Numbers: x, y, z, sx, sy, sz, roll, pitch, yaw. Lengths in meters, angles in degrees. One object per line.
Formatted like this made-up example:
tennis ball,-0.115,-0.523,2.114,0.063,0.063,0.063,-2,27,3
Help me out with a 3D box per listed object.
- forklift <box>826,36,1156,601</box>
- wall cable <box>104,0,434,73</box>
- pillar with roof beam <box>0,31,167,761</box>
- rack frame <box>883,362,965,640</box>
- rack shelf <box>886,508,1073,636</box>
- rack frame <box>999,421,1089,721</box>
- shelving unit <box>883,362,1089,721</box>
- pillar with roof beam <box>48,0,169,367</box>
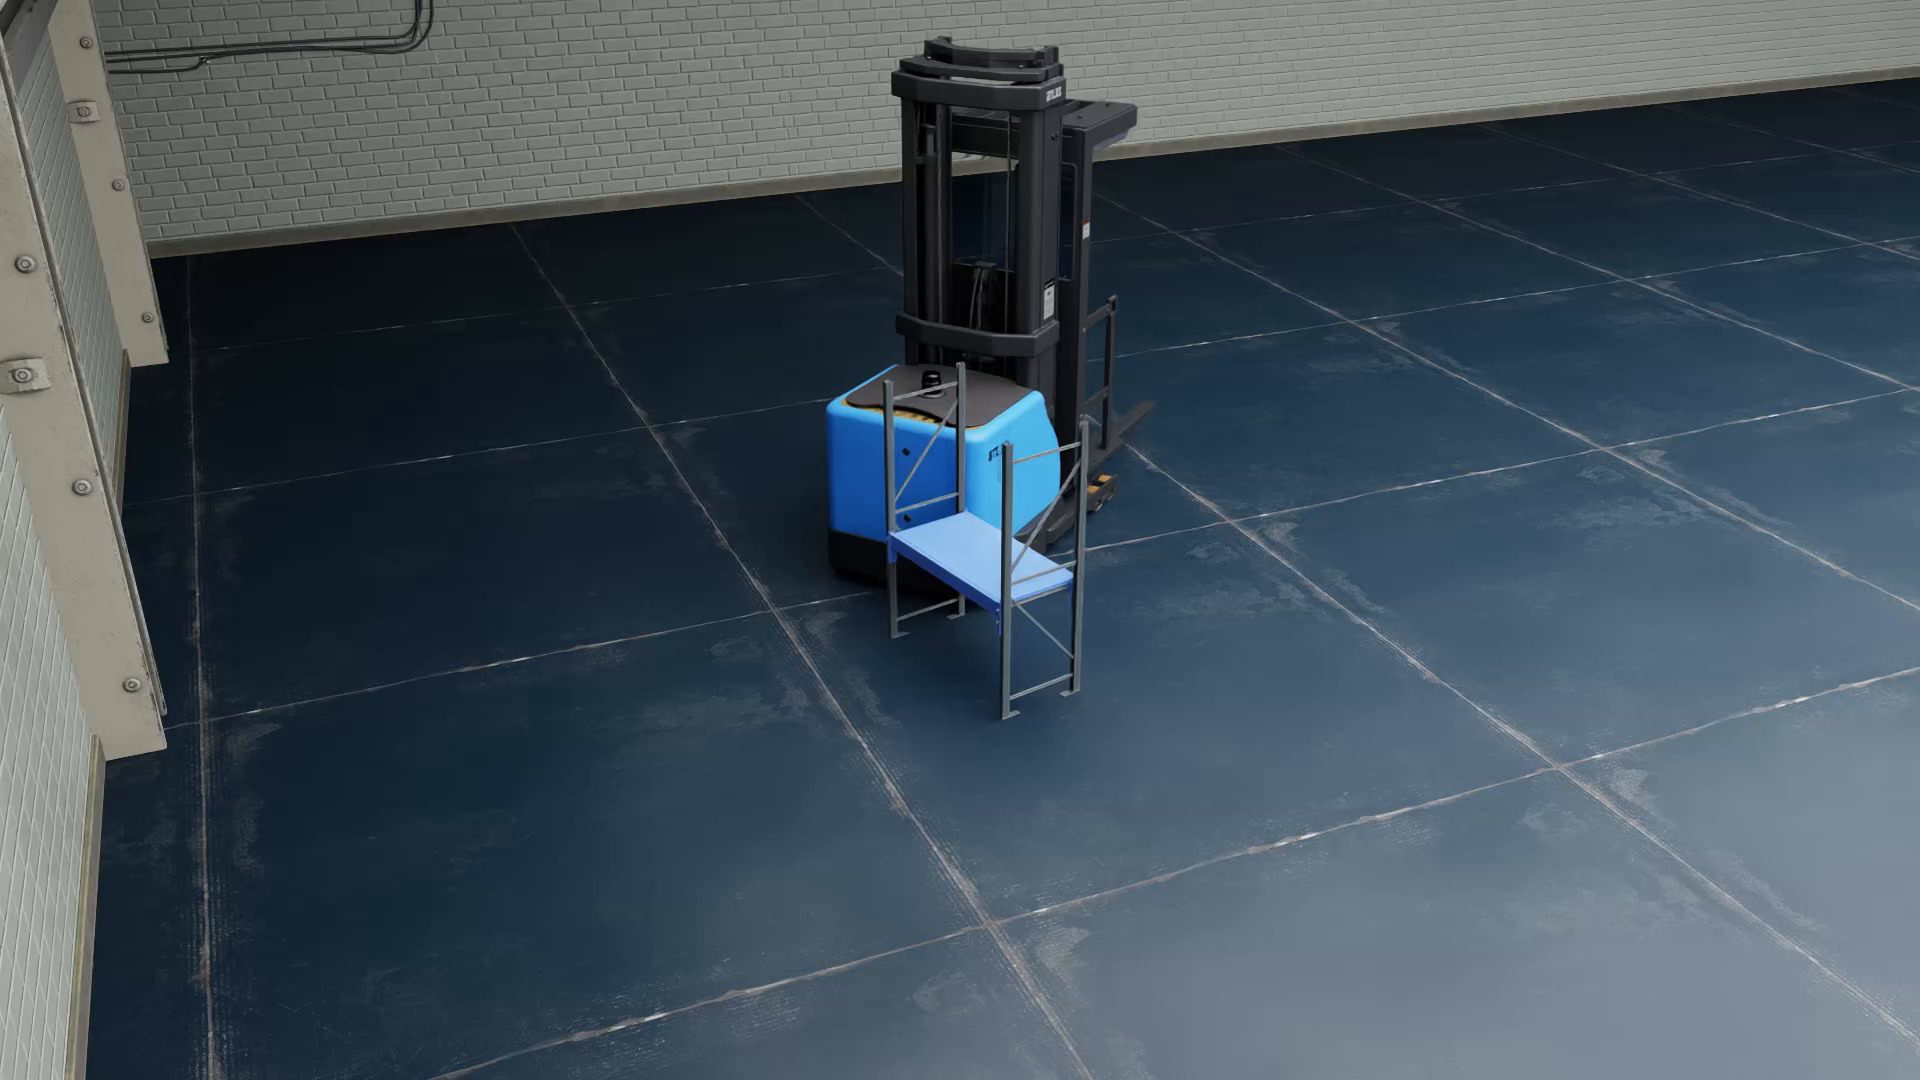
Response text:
forklift,0.371,-1.585,10.156,1.130,2.935,3.031,13,29,25
wall cable,-6.398,-5.518,14.833,3.097,2.526,0.112,-11,28,-21
pillar with roof beam,-0.150,-3.814,7.805,9.100,9.000,0.400,-11,28,-21
rack frame,-0.183,-0.195,8.940,0.500,1.500,0.032,-17,31,-32
rack shelf,0.113,0.148,8.648,0.538,0.185,1.000,-17,31,-32
rack frame,0.409,0.168,8.197,0.500,1.500,0.032,-17,31,-32
shelving unit,0.113,-0.014,8.569,0.538,1.500,1.048,-17,31,-32
pillar with roof beam,-2.500,-6.236,12.766,9.100,9.000,0.400,-11,28,-21
